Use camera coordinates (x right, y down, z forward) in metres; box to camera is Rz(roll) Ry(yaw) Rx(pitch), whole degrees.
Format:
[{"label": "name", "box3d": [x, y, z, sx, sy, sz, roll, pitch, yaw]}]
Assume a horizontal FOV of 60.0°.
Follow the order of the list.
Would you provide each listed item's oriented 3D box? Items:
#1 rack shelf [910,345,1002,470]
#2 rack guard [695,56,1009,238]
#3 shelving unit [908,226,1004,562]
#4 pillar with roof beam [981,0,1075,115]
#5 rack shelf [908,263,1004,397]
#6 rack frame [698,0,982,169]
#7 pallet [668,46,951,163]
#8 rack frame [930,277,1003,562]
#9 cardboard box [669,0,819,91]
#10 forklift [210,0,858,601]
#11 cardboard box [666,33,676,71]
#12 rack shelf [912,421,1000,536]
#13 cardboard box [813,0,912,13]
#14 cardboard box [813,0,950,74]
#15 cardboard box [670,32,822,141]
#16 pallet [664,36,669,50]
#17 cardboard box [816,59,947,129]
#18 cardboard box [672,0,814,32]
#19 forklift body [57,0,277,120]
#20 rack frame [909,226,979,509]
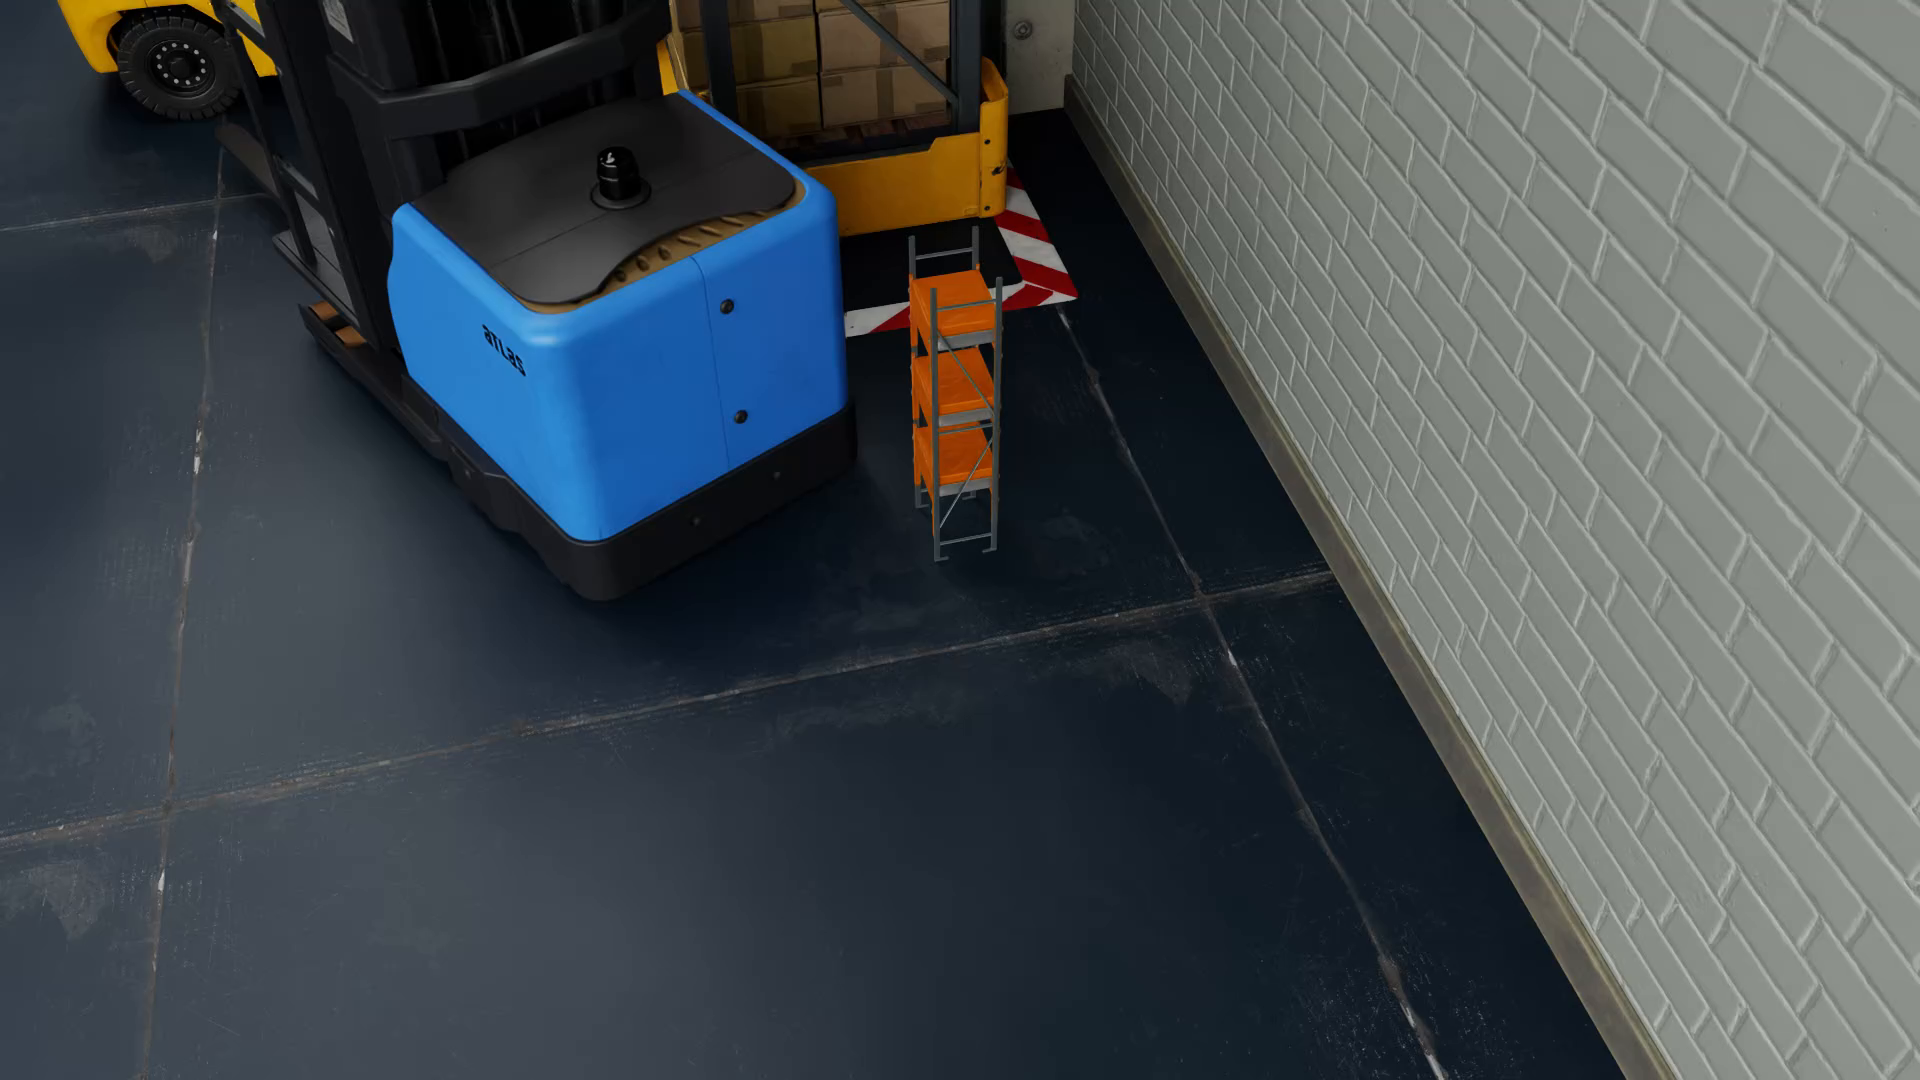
[{"label": "rack shelf", "box3d": [-0.014, -0.397, 4.919, 0.215, 0.259, 0.240, -11, 47, -10]}, {"label": "rack guard", "box3d": [-0.413, -1.464, 6.335, 1.175, 0.500, 0.348, -11, 47, -10]}, {"label": "shelving unit", "box3d": [-0.014, -0.404, 4.911, 0.215, 1.050, 0.252, -11, 47, -10]}, {"label": "pillar with roof beam", "box3d": [-3.888, -4.314, 3.177, 9.100, 9.000, 0.400, -11, 47, -10]}, {"label": "rack shelf", "box3d": [-0.014, -0.596, 4.716, 0.215, 0.259, 0.240, -11, 47, -10]}, {"label": "rack frame", "box3d": [-0.419, -2.355, 5.458, 1.000, 3.000, 0.127, -11, 47, -10]}, {"label": "pallet", "box3d": [-0.655, -1.900, 6.964, 1.003, 0.211, 1.213, -11, 47, -10]}, {"label": "rack frame", "box3d": [0.017, -0.320, 4.829, 0.200, 1.050, 0.008, -11, 47, -10]}, {"label": "cardboard box", "box3d": [-0.846, -1.994, 6.385, 0.500, 0.250, 0.500, -11, 47, -11]}, {"label": "forklift", "box3d": [-1.680, -1.824, 4.985, 1.130, 2.935, 3.031, -32, 54, -27]}, {"label": "cardboard box", "box3d": [-0.963, -2.152, 6.890, 0.500, 0.250, 0.500, -11, 47, -10]}, {"label": "rack shelf", "box3d": [-0.014, -0.202, 5.117, 0.215, 0.259, 0.240, -11, 47, -10]}, {"label": "cardboard box", "box3d": [-0.359, -2.256, 6.292, 0.500, 0.250, 0.500, -11, 47, -11]}, {"label": "cardboard box", "box3d": [-0.339, -2.078, 6.467, 0.500, 0.250, 0.500, -10, 46, -10]}, {"label": "cardboard box", "box3d": [-0.845, -1.807, 6.551, 0.500, 0.250, 0.500, -10, 46, -10]}, {"label": "pallet", "box3d": [-0.964, -2.740, 7.788, 1.003, 0.211, 1.213, -11, 47, -10]}, {"label": "cardboard box", "box3d": [-0.356, -1.915, 6.658, 0.500, 0.250, 0.500, -11, 47, -10]}, {"label": "cardboard box", "box3d": [-0.838, -2.151, 6.189, 0.500, 0.250, 0.500, -9, 46, -9]}, {"label": "forklift body", "box3d": [-2.668, -3.034, 6.717, 2.313, 2.155, 1.214, -11, 47, -10]}, {"label": "rack frame", "box3d": [-0.045, -0.489, 4.994, 0.200, 1.050, 0.008, -11, 47, -10]}]
